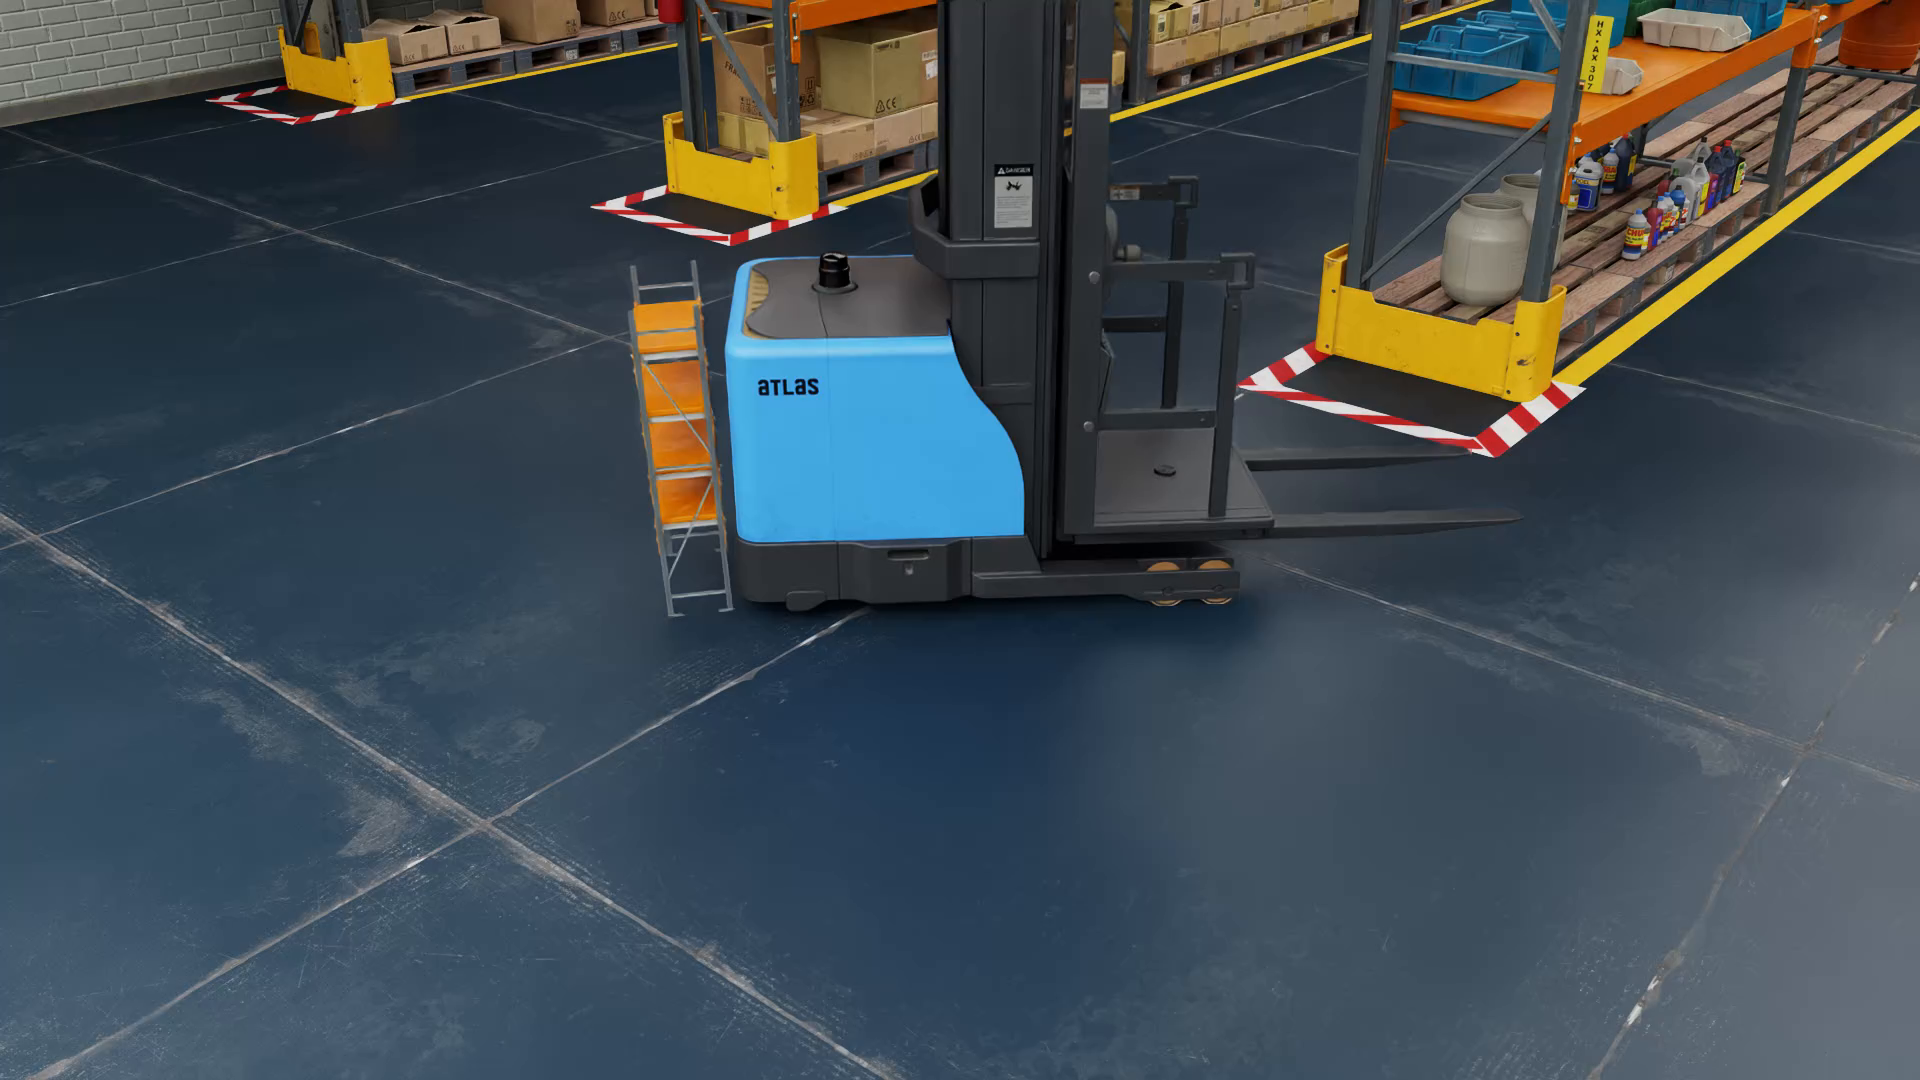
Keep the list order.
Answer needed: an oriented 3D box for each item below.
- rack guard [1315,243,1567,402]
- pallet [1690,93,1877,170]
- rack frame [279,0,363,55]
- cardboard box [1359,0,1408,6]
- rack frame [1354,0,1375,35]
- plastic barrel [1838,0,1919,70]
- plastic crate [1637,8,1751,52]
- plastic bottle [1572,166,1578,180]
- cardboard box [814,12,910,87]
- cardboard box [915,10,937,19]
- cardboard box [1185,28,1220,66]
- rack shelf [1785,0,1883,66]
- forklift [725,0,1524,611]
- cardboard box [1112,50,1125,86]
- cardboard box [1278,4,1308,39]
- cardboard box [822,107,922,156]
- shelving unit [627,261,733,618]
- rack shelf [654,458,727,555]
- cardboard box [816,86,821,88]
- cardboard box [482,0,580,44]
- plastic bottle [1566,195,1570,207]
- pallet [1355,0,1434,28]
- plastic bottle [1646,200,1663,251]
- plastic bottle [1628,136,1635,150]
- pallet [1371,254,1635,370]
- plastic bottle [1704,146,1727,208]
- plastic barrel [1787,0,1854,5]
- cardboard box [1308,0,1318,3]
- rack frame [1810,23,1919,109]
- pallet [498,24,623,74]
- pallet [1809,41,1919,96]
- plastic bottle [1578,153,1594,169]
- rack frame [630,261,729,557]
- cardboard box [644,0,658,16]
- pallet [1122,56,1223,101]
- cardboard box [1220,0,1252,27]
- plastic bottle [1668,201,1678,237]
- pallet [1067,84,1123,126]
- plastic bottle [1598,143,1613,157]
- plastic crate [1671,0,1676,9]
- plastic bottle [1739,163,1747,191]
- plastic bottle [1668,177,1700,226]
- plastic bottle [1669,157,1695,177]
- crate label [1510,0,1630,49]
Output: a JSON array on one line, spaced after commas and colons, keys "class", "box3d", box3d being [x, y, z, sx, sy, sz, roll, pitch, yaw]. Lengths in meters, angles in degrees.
[{"class": "rack guard", "box3d": [2.387, -1.106, 8.344, 1.175, 0.500, 0.348, 21, 34, 34]}, {"class": "pallet", "box3d": [6.164, -3.079, 12.473, 1.003, 0.211, 1.213, 21, 34, 34]}, {"class": "rack frame", "box3d": [-5.270, -5.071, 13.288, 1.000, 3.000, 0.127, 21, 34, 34]}, {"class": "cardboard box", "box3d": [4.154, -5.624, 16.598, 0.500, 0.500, 0.500, 22, 35, 36]}, {"class": "rack frame", "box3d": [3.644, -6.461, 15.974, 1.000, 3.000, 0.127, 21, 34, 34]}, {"class": "plastic barrel", "box3d": [7.761, -4.413, 13.920, 0.600, 0.830, 0.708, 21, 34, 34]}, {"class": "plastic crate", "box3d": [4.082, -2.827, 9.237, 0.530, 0.136, 0.437, 21, 34, 34]}, {"class": "plastic bottle", "box3d": [3.695, -2.230, 10.200, 0.144, 0.351, 0.185, 20, 34, 34]}, {"class": "cardboard box", "box3d": [-0.709, -3.559, 12.084, 0.500, 0.500, 0.500, 21, 34, 34]}, {"class": "cardboard box", "box3d": [0.024, -3.579, 12.123, 0.500, 0.500, 0.500, 21, 34, 34]}, {"class": "cardboard box", "box3d": [1.873, -4.259, 14.254, 0.500, 0.250, 0.500, 22, 34, 36]}, {"class": "rack shelf", "box3d": [6.191, -3.983, 11.968, 1.077, 0.370, 4.000, 21, 34, 34]}, {"class": "forklift", "box3d": [0.650, -1.292, 6.057, 3.031, 2.935, 1.130, -2, 27, -4]}, {"class": "cardboard box", "box3d": [0.973, -3.780, 13.327, 0.500, 0.250, 0.500, 21, 34, 34]}, {"class": "cardboard box", "box3d": [2.850, -4.807, 15.313, 0.500, 0.250, 0.500, 22, 34, 36]}, {"class": "cardboard box", "box3d": [-0.617, -2.893, 11.613, 0.500, 0.250, 0.500, 21, 34, 34]}, {"class": "shelving unit", "box3d": [-1.027, -0.368, 6.145, 0.258, 1.200, 0.503, -6, 28, -7]}, {"class": "rack shelf", "box3d": [-1.017, -0.133, 6.269, 0.258, 0.148, 0.480, -6, 28, -7]}, {"class": "cardboard box", "box3d": [-0.706, -3.225, 12.254, 0.500, 0.250, 0.500, 21, 34, 34]}, {"class": "cardboard box", "box3d": [-3.892, -4.823, 15.049, 0.700, 0.500, 0.500, 18, 33, 31]}, {"class": "plastic bottle", "box3d": [3.582, -2.008, 9.933, 0.097, 0.201, 0.097, 0, 27, 0]}, {"class": "pallet", "box3d": [4.148, -5.476, 17.105, 1.003, 0.211, 1.213, 21, 34, 34]}, {"class": "plastic bottle", "box3d": [3.927, -1.791, 9.425, 0.061, 0.283, 0.133, 21, 34, 35]}, {"class": "plastic bottle", "box3d": [4.276, -2.444, 10.687, 0.061, 0.283, 0.133, 21, 34, 34]}, {"class": "pallet", "box3d": [2.908, -1.264, 8.964, 1.003, 0.211, 1.213, 21, 34, 34]}, {"class": "plastic bottle", "box3d": [4.610, -2.232, 10.204, 0.144, 0.351, 0.185, 19, 33, 32]}, {"class": "plastic barrel", "box3d": [5.399, -3.865, 10.410, 0.600, 0.901, 0.708, 21, 34, 34]}, {"class": "cardboard box", "box3d": [3.175, -5.231, 15.523, 0.500, 0.311, 0.500, 20, 34, 34]}, {"class": "rack frame", "box3d": [7.463, -5.012, 13.173, 1.000, 3.000, 0.127, 21, 34, 34]}, {"class": "pallet", "box3d": [-3.901, -4.568, 15.350, 1.003, 0.211, 1.213, 21, 34, 34]}, {"class": "pallet", "box3d": [7.933, -4.065, 14.378, 1.003, 0.211, 1.213, 21, 34, 34]}, {"class": "plastic bottle", "box3d": [3.901, -2.282, 10.388, 0.097, 0.271, 0.097, 0, 27, 0]}, {"class": "rack frame", "box3d": [-1.065, -0.479, 6.360, 0.240, 1.200, 0.015, -6, 28, -7]}, {"class": "cardboard box", "box3d": [-3.043, -5.228, 16.195, 0.380, 0.166, 0.250, 16, 31, 28]}, {"class": "pallet", "box3d": [1.538, -4.077, 14.401, 1.003, 0.211, 1.213, 21, 34, 34]}, {"class": "cardboard box", "box3d": [2.205, -4.690, 14.477, 0.500, 0.311, 0.500, 19, 33, 33]}, {"class": "plastic bottle", "box3d": [4.113, -1.872, 9.670, 0.097, 0.201, 0.097, 0, 27, 0]}, {"class": "pallet", "box3d": [0.561, -3.534, 13.352, 1.003, 0.211, 1.213, 21, 34, 34]}, {"class": "plastic bottle", "box3d": [4.085, -2.448, 10.621, 0.144, 0.351, 0.185, 22, 34, 36]}, {"class": "plastic crate", "box3d": [4.488, -3.418, 10.159, 0.767, 0.338, 0.504, 21, 34, 34]}, {"class": "plastic bottle", "box3d": [4.929, -2.326, 10.549, 0.097, 0.201, 0.097, 0, 27, 0]}, {"class": "plastic bottle", "box3d": [4.298, -2.028, 9.890, 0.152, 0.276, 0.135, 21, 34, 35]}, {"class": "plastic bottle", "box3d": [4.479, -2.233, 10.287, 0.152, 0.276, 0.135, 21, 34, 34]}, {"class": "crate label", "box3d": [3.337, -2.923, 9.097, 0.502, 0.435, 0.616, 21, 34, 34]}]
